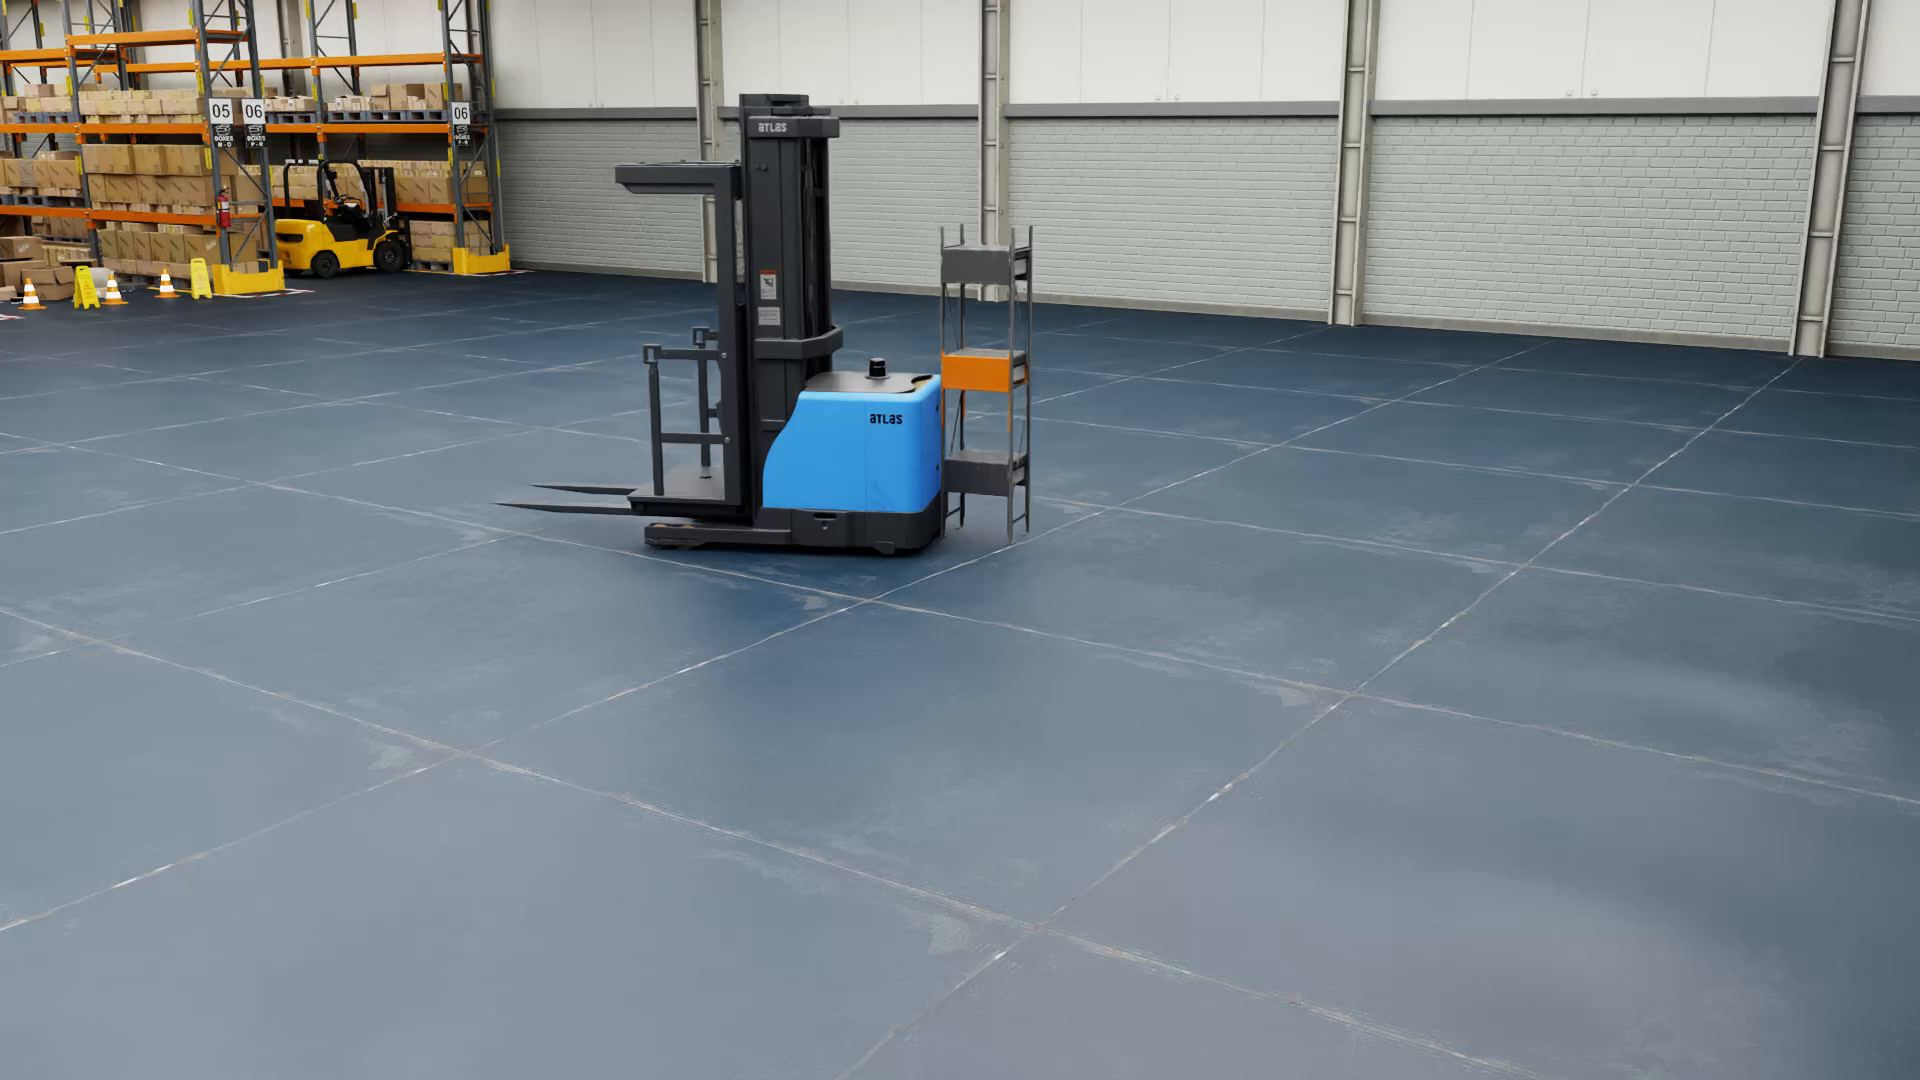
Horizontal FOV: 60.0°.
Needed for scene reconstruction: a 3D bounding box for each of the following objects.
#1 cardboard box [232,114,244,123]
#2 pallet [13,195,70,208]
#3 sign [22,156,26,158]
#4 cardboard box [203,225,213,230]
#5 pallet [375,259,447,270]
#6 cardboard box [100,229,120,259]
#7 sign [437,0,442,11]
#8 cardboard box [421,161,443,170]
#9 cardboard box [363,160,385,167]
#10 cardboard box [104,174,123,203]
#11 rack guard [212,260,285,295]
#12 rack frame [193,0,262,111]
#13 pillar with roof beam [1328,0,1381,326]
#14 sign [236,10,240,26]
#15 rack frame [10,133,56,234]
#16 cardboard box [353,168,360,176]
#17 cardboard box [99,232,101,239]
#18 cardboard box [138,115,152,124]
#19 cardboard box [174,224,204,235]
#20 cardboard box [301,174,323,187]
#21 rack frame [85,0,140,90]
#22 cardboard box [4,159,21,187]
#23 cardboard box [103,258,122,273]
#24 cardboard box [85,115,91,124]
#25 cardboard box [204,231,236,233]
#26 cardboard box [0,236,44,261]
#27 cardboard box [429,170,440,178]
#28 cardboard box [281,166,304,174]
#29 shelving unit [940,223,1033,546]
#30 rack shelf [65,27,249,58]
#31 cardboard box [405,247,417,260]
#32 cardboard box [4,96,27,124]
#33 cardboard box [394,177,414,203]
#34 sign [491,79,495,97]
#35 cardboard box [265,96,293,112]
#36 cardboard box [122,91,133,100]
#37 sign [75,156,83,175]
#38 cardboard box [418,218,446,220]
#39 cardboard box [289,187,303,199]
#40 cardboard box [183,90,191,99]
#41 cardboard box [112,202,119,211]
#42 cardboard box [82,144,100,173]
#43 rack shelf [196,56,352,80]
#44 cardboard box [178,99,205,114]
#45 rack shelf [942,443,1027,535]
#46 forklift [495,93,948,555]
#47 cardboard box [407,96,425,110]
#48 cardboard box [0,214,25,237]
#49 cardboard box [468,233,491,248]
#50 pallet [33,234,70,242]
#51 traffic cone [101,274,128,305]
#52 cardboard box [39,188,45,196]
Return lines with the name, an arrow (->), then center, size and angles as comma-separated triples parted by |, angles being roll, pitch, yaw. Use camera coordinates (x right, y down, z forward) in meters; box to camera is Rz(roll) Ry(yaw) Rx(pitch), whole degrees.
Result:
cardboard box -> -12.205, -7.149, 28.239 | 0.250, 0.149, 0.380 | 9, 17, 33
pallet -> -17.084, -6.428, 31.445 | 1.213, 0.211, 1.003 | 9, 17, 33
sign -> -18.454, -7.411, 32.774 | 0.005, 0.325, 0.100 | 9, 17, 33
cardboard box -> -16.453, -6.773, 36.768 | 0.500, 0.500, 0.500 | 10, 17, 34
pallet -> -11.010, -5.600, 33.505 | 1.213, 0.211, 1.003 | 9, 17, 33
cardboard box -> -15.091, -5.342, 29.948 | 0.500, 0.500, 0.500 | 10, 17, 35
sign -> -9.658, -9.993, 30.856 | 0.005, 0.325, 0.100 | 9, 17, 33
cardboard box -> -10.213, -7.266, 32.255 | 0.250, 0.149, 0.380 | 10, 17, 34
cardboard box -> -11.693, -7.504, 33.217 | 0.250, 0.149, 0.380 | 9, 16, 32
cardboard box -> -14.791, -6.257, 29.531 | 0.500, 0.500, 0.500 | 9, 17, 33
rack guard -> -12.174, -4.502, 28.469 | 0.348, 0.500, 1.175 | 9, 17, 33
rack frame -> -12.111, -8.617, 27.407 | 0.127, 3.000, 1.000 | 9, 17, 33
pillar with roof beam -> 3.115, -6.608, 19.291 | 0.400, 9.000, 9.100 | 9, 17, 33
sign -> -15.675, -11.322, 36.059 | 0.005, 0.325, 0.100 | 9, 17, 33
rack frame -> -22.620, -8.841, 40.796 | 0.127, 3.000, 1.000 | 9, 17, 33
cardboard box -> -11.934, -7.388, 33.369 | 0.250, 0.149, 0.380 | 10, 17, 34
cardboard box -> -19.927, -7.141, 38.986 | 0.250, 0.149, 0.380 | 9, 16, 31
cardboard box -> -13.862, -7.228, 28.562 | 0.250, 0.149, 0.380 | 9, 16, 32
cardboard box -> -13.263, -5.344, 28.608 | 0.250, 0.149, 0.380 | 10, 17, 34
cardboard box -> -13.213, -7.417, 34.313 | 0.500, 0.250, 0.500 | 9, 16, 32
rack frame -> -19.301, -11.217, 37.908 | 0.127, 3.000, 1.000 | 9, 17, 33
cardboard box -> -17.624, -6.930, 31.374 | 0.500, 0.500, 0.500 | 10, 17, 34
cardboard box -> -15.091, -4.978, 30.038 | 0.500, 0.250, 0.500 | 8, 16, 30
cardboard box -> -15.307, -7.484, 29.594 | 0.250, 0.149, 0.380 | 9, 16, 32
cardboard box -> -13.082, -5.174, 29.270 | 0.500, 0.500, 0.500 | 8, 16, 31
cardboard box -> -16.399, -5.037, 29.054 | 0.500, 0.500, 0.500 | 9, 17, 33
cardboard box -> -10.017, -7.078, 32.115 | 0.250, 0.149, 0.380 | 9, 17, 34
cardboard box -> -13.943, -7.728, 34.739 | 0.250, 0.149, 0.380 | 9, 16, 31
shelving unit -> 0.176, -1.045, 11.177 | 0.503, 2.100, 0.431 | 5, 15, 20
rack shelf -> -13.771, -8.535, 28.577 | 4.000, 0.370, 1.077 | 9, 17, 33
cardboard box -> -10.727, -5.702, 32.963 | 0.500, 0.250, 0.500 | 9, 17, 33
cardboard box -> -17.468, -8.085, 31.286 | 0.637, 0.503, 0.797 | 9, 17, 33
cardboard box -> -10.749, -6.898, 32.737 | 0.500, 0.500, 0.500 | 9, 16, 32
sign -> -9.029, -8.724, 32.097 | 0.005, 0.325, 0.100 | 9, 17, 33
cardboard box -> -14.036, -9.048, 34.494 | 0.500, 0.311, 0.500 | 9, 16, 31
cardboard box -> -14.240, -7.692, 28.774 | 0.250, 0.149, 0.380 | 9, 16, 32
sign -> -15.737, -6.693, 29.707 | 0.005, 0.325, 0.100 | 9, 17, 33
cardboard box -> -10.463, -6.288, 33.248 | 0.500, 0.250, 0.500 | 9, 17, 32
cardboard box -> -13.647, -7.241, 34.643 | 0.500, 0.250, 0.500 | 9, 17, 32
cardboard box -> -12.749, -7.455, 27.818 | 0.250, 0.149, 0.380 | 10, 17, 34
cardboard box -> -14.872, -5.960, 29.682 | 0.250, 0.149, 0.380 | 9, 17, 33
cardboard box -> -15.186, -6.818, 29.714 | 0.500, 0.500, 0.700 | 9, 17, 32
rack shelf -> -14.322, -9.869, 34.792 | 4.000, 0.370, 1.077 | 9, 17, 33
cardboard box -> -12.686, -7.248, 27.810 | 0.500, 0.250, 0.500 | 9, 16, 32
rack shelf -> 0.176, -0.353, 11.348 | 0.480, 0.518, 0.431 | 5, 15, 20
forklift -> -1.649, -1.476, 11.187 | 3.031, 2.935, 1.130 | 2, 14, 9
cardboard box -> -10.411, -8.423, 32.063 | 0.258, 0.266, 0.396 | 9, 17, 33
cardboard box -> -19.276, -6.060, 33.108 | 0.875, 0.875, 0.875 | 9, 17, 32
cardboard box -> -9.618, -5.912, 32.770 | 0.500, 0.250, 0.500 | 10, 17, 34
pallet -> -21.895, -7.370, 40.659 | 1.213, 0.211, 1.003 | 9, 17, 33
traffic cone -> -13.525, -4.007, 26.548 | 0.334, 0.463, 0.336 | 9, 17, 33
cardboard box -> -16.850, -6.477, 30.895 | 0.250, 0.149, 0.380 | 9, 17, 33
